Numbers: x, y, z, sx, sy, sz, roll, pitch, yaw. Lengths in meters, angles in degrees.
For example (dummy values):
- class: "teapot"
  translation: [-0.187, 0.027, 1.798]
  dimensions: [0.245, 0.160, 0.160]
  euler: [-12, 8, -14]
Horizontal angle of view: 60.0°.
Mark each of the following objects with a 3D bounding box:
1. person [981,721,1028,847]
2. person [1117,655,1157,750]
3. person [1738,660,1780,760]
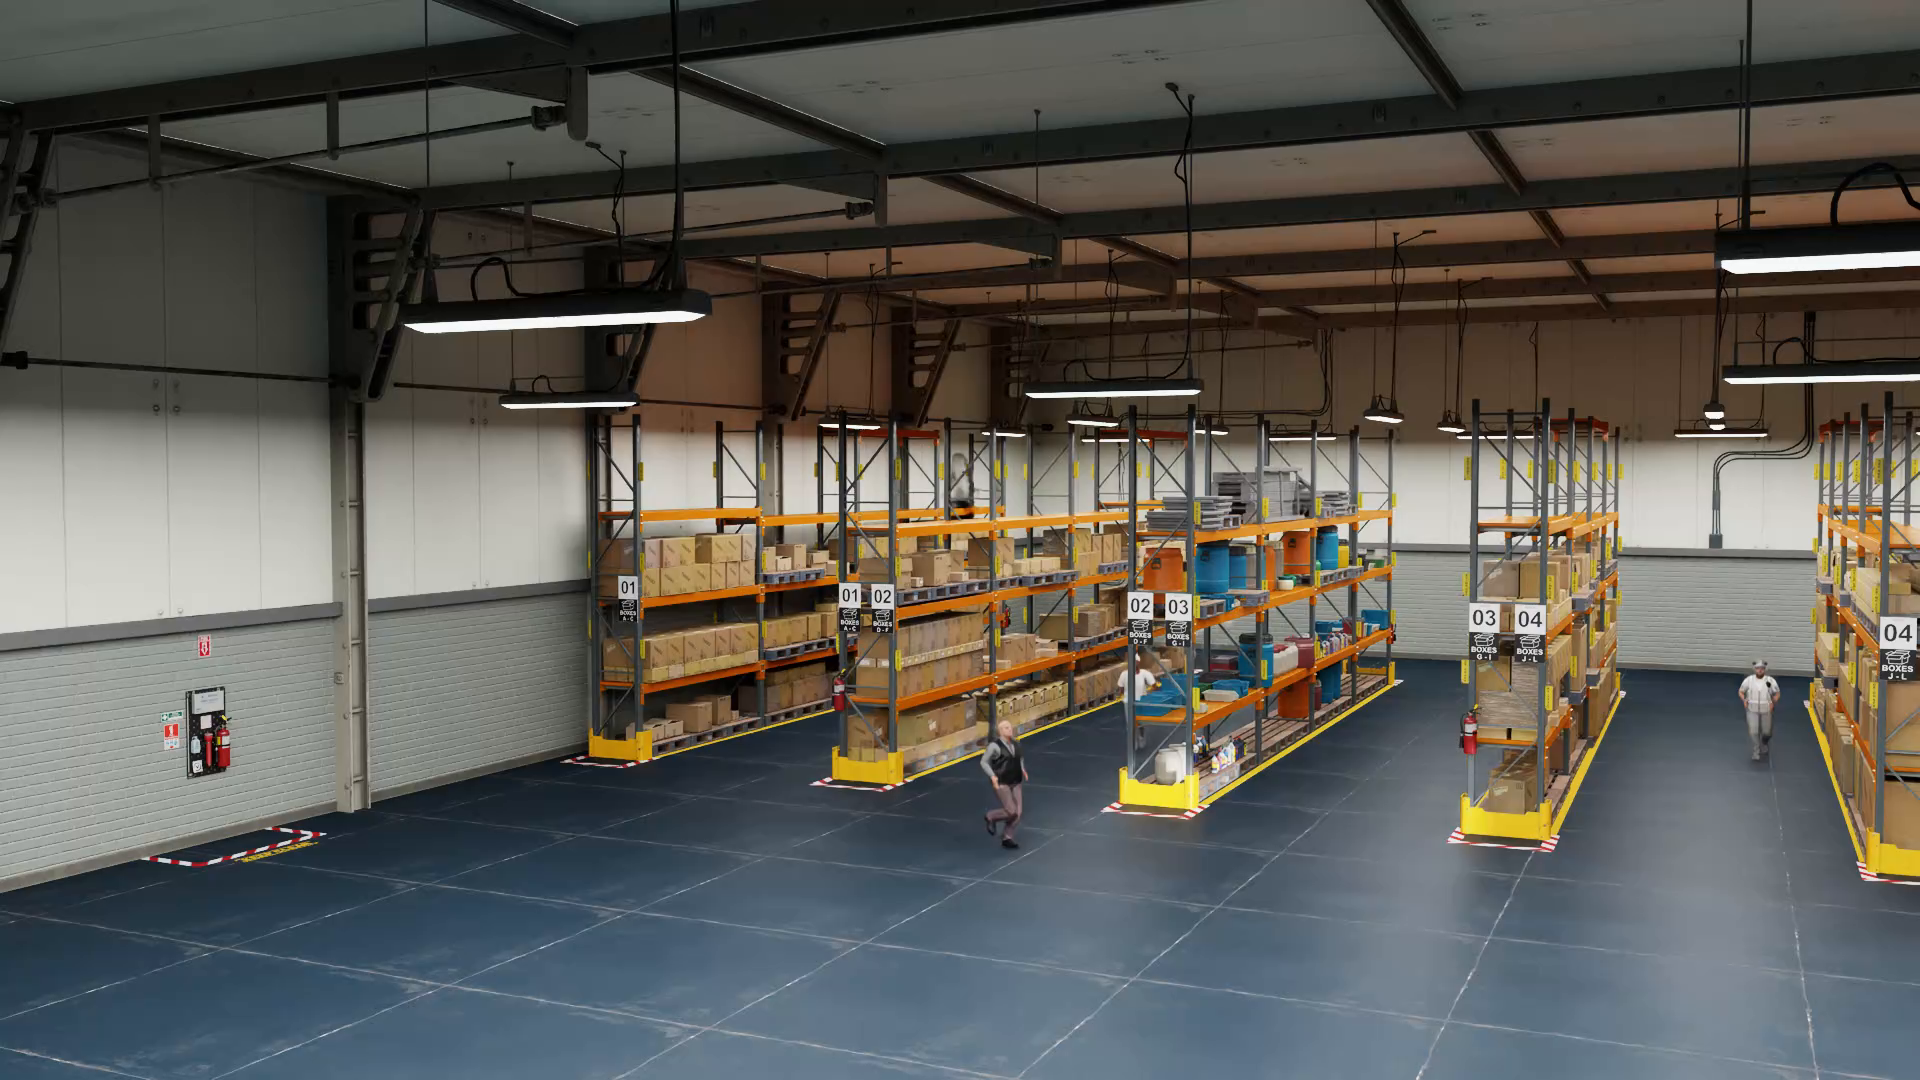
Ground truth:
- class: "person"
  translation: [0.622, 3.258, 22.246]
  dimensions: [0.673, 1.676, 0.573]
  euler: [-2, 3, -39]
- class: "person"
  translation: [3.116, 2.908, 29.683]
  dimensions: [0.688, 1.721, 0.582]
  euler: [1, 2, 20]
- class: "person"
  translation: [13.888, 2.942, 28.906]
  dimensions: [0.661, 1.731, 0.628]
  euler: [1, 3, 24]
